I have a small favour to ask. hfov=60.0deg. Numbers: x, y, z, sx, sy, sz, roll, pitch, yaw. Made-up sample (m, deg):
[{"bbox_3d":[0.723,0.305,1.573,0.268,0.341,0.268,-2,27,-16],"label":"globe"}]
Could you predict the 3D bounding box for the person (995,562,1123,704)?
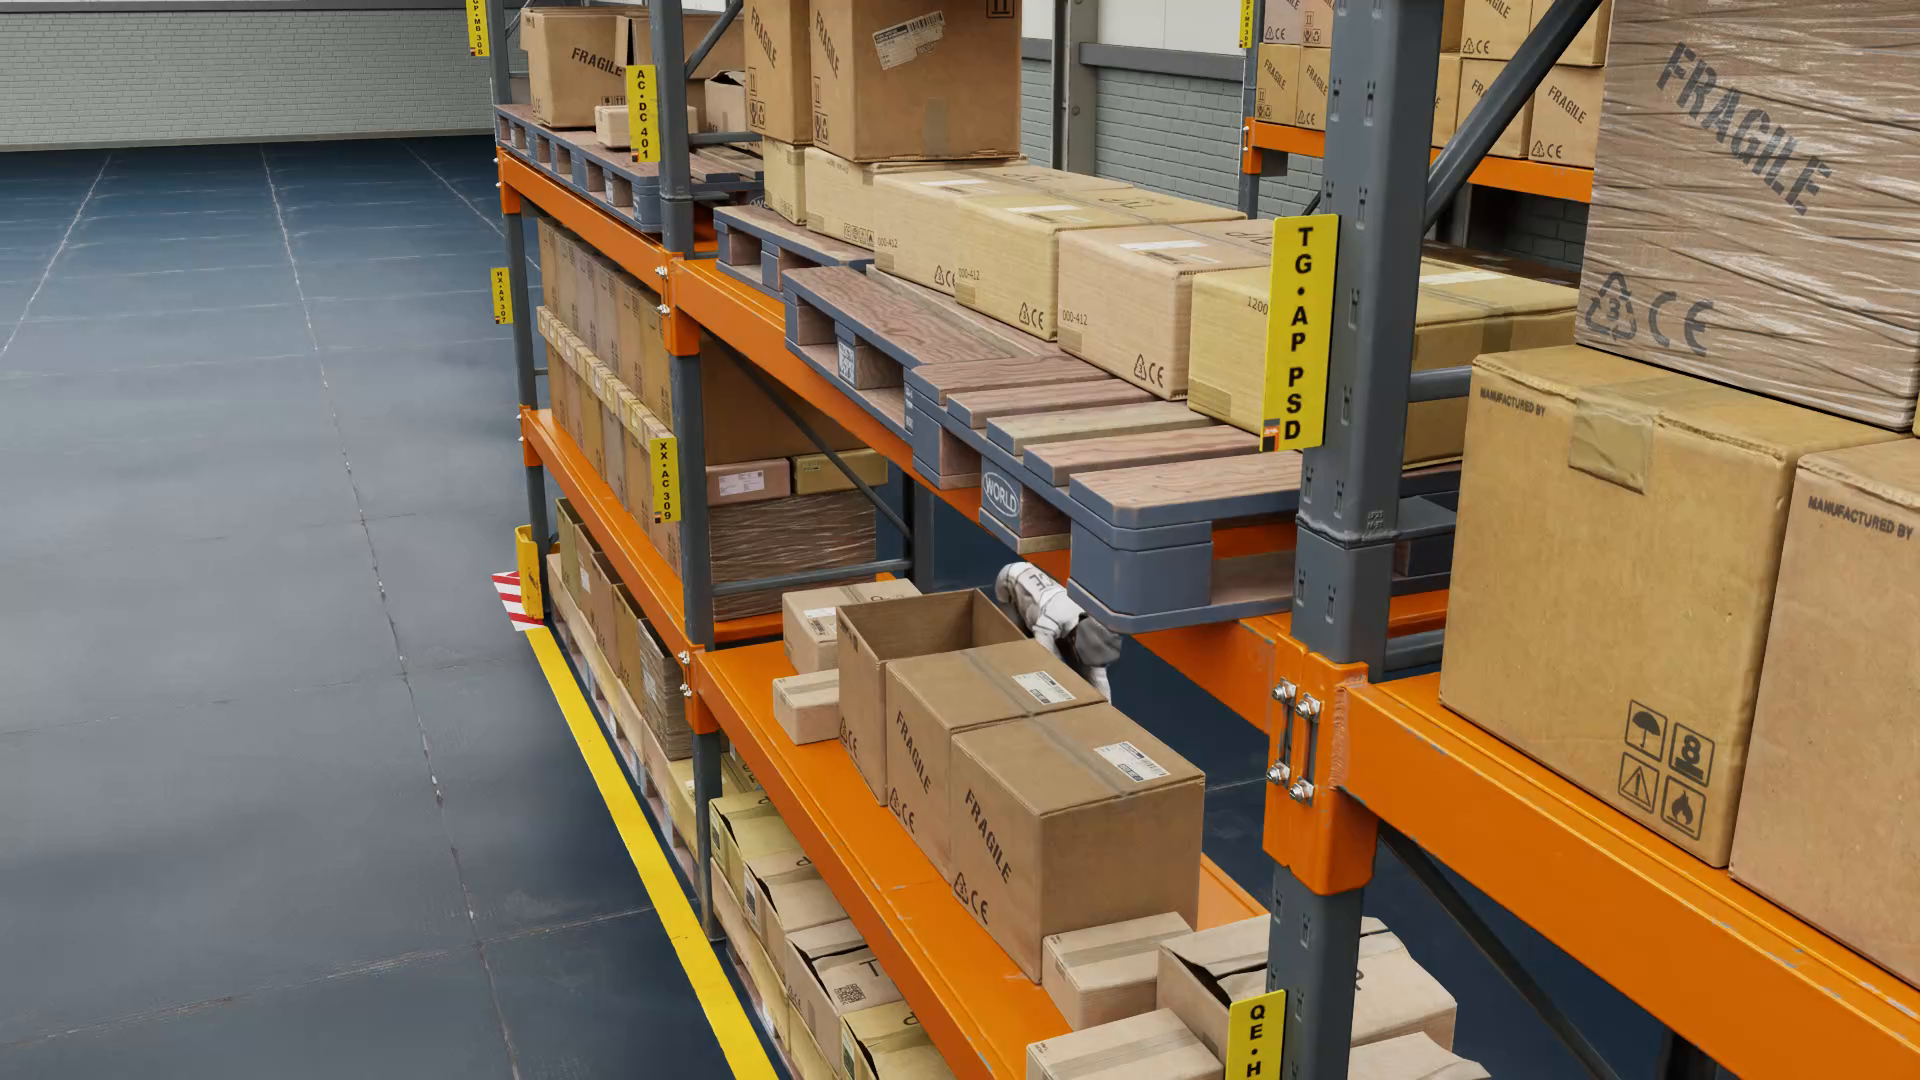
[{"bbox_3d":[0.494,0.635,8.266,0.434,0.983,0.907,-9,21,-24],"label":"person"}]
